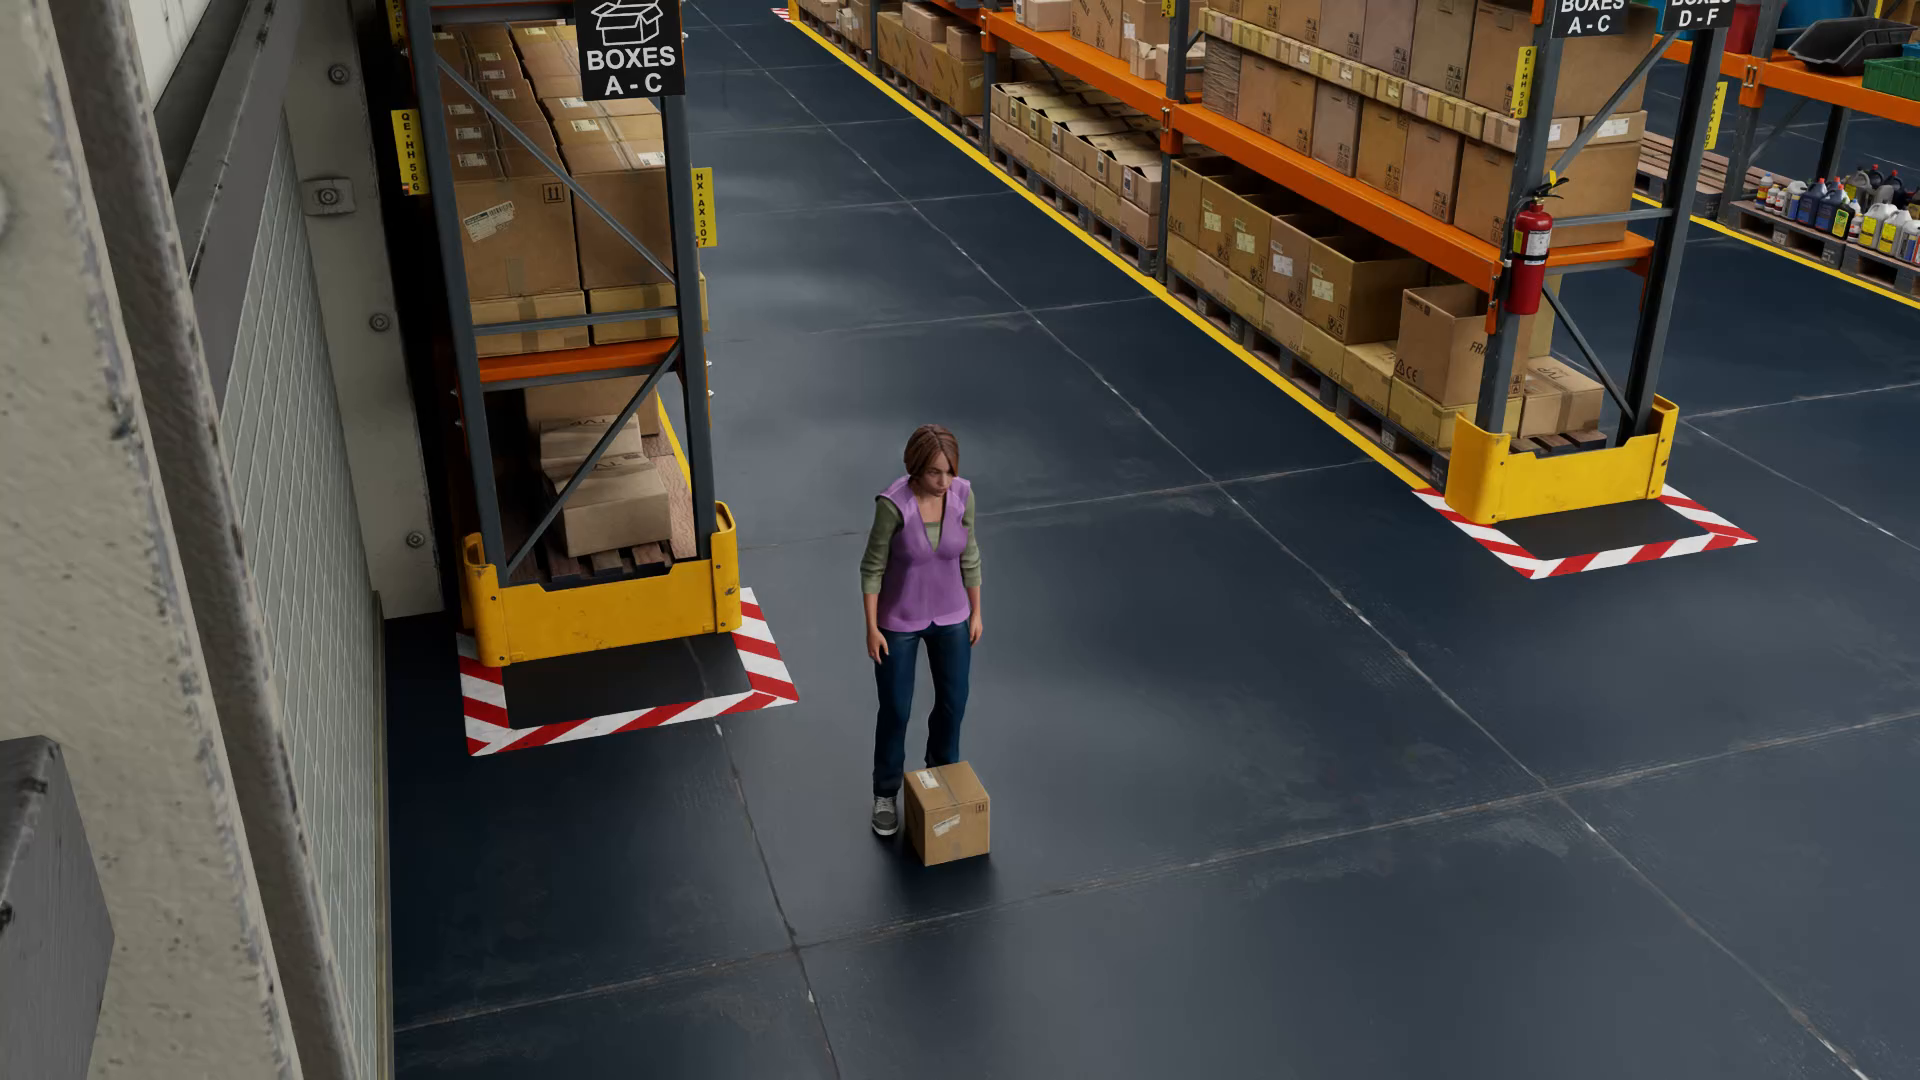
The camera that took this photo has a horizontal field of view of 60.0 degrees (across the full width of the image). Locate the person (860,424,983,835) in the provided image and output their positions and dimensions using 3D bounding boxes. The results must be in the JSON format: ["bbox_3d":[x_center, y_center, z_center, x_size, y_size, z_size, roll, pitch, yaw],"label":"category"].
[{"bbox_3d":[-0.134,0.314,6.024,0.472,1.573,0.347,-10,28,-18],"label":"person"}]
